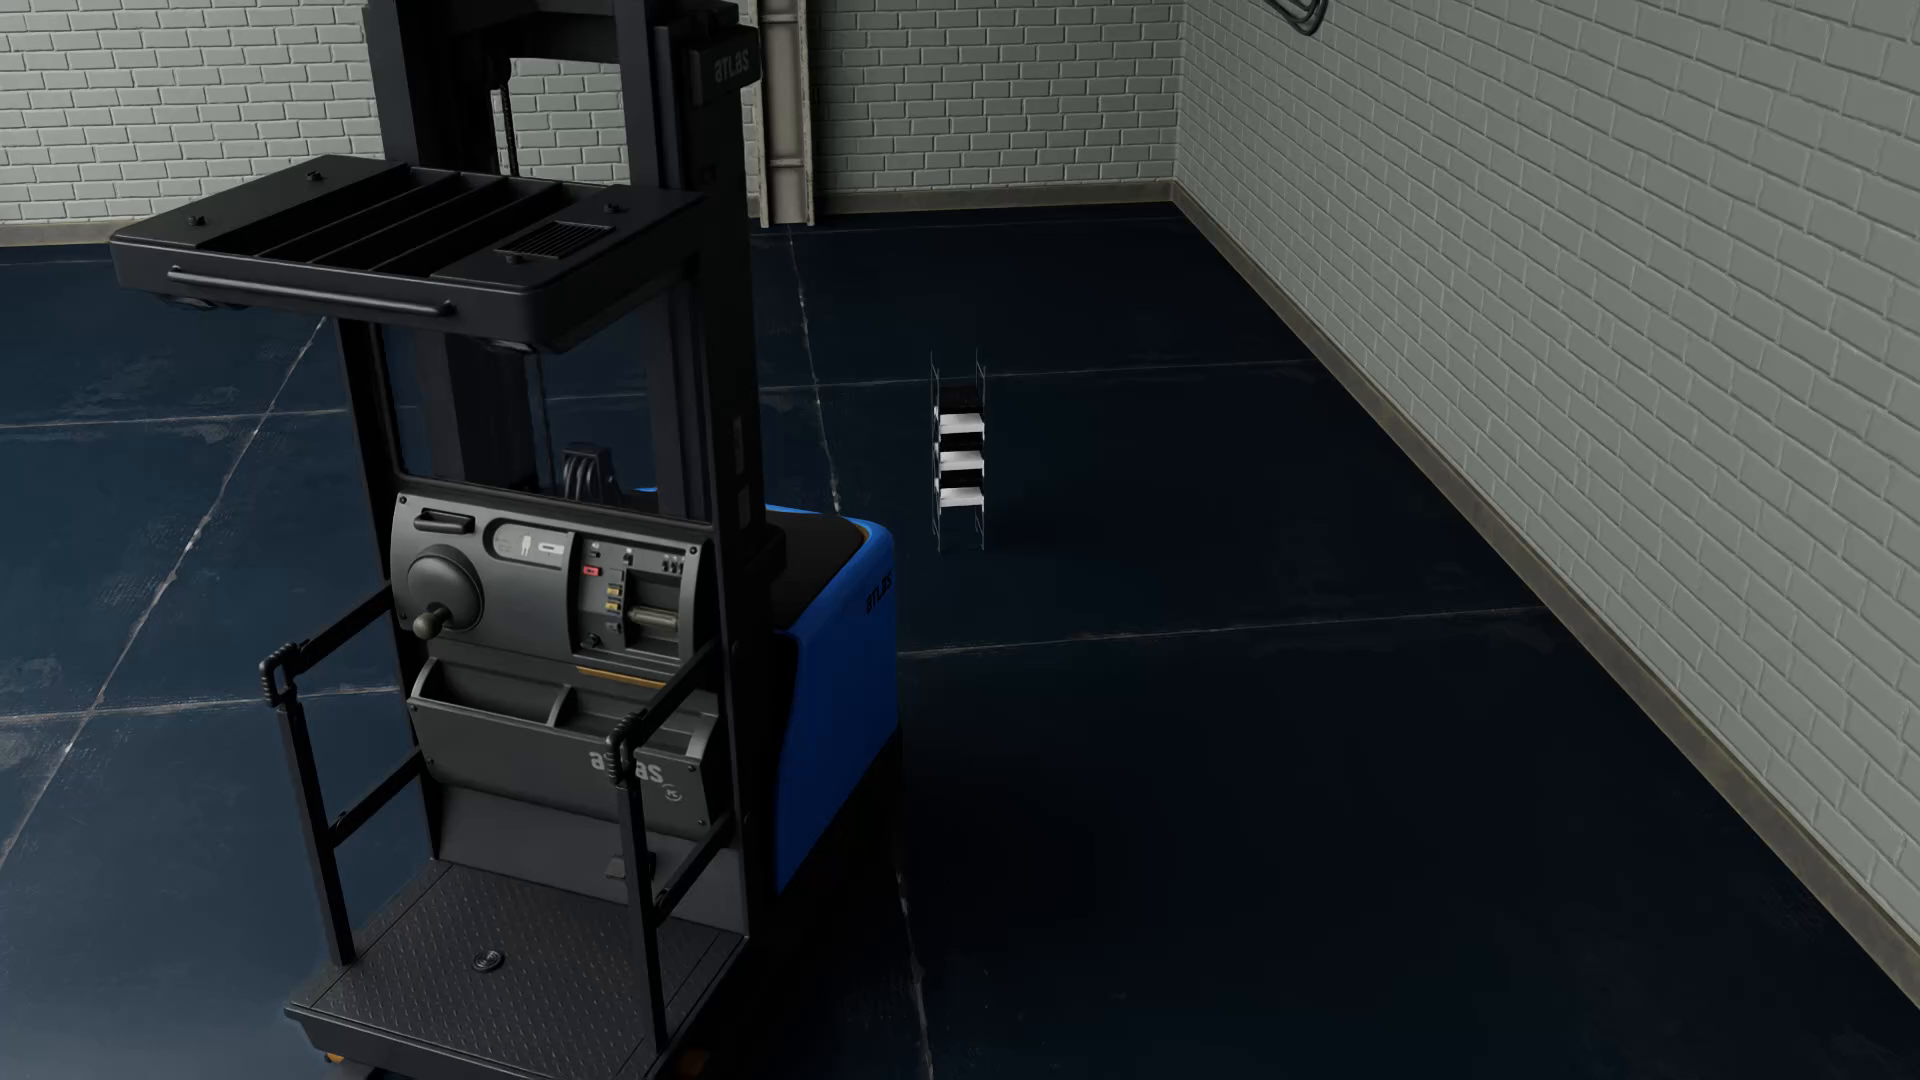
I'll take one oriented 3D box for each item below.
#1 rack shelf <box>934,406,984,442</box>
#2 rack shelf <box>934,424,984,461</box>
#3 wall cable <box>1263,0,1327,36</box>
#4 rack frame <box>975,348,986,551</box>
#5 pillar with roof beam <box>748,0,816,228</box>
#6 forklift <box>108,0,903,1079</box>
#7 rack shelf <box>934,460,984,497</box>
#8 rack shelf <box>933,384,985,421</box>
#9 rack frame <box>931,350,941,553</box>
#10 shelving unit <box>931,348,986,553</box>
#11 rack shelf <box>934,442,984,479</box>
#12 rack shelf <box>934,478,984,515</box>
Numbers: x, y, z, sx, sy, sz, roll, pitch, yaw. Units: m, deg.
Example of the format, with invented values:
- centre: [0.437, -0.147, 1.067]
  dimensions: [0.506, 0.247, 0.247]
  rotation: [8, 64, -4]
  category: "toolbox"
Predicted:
- centre: [-0.008, -0.530, 7.477]
  dimensions: [0.200, 0.077, 0.258]
  rotation: [-4, 27, -7]
  category: "rack shelf"
- centre: [-0.008, -0.450, 7.518]
  dimensions: [0.200, 0.077, 0.258]
  rotation: [-4, 27, -7]
  category: "rack shelf"
- centre: [1.816, -4.591, 10.242]
  dimensions: [0.112, 2.526, 3.097]
  rotation: [-4, 27, -7]
  category: "wall cable"
- centre: [0.093, -0.406, 7.556]
  dimensions: [0.006, 0.900, 0.240]
  rotation: [-4, 27, -7]
  category: "rack frame"
- centre: [-0.685, -4.437, 6.540]
  dimensions: [0.400, 9.000, 9.100]
  rotation: [-4, 27, -7]
  category: "pillar with roof beam"
- centre: [-1.175, 0.155, 4.237]
  dimensions: [1.130, 2.935, 3.031]
  rotation: [9, 29, 17]
  category: "forklift"
- centre: [-0.008, -0.290, 7.600]
  dimensions: [0.200, 0.077, 0.258]
  rotation: [-4, 27, -7]
  category: "rack shelf"
- centre: [-0.008, -0.610, 7.436]
  dimensions: [0.200, 0.077, 0.258]
  rotation: [-4, 27, -7]
  category: "rack shelf"
- centre: [-0.109, -0.393, 7.531]
  dimensions: [0.006, 0.900, 0.240]
  rotation: [-4, 27, -7]
  category: "rack frame"
- centre: [-0.008, -0.400, 7.544]
  dimensions: [0.210, 0.900, 0.258]
  rotation: [-4, 27, -7]
  category: "shelving unit"
- centre: [-0.008, -0.370, 7.559]
  dimensions: [0.200, 0.077, 0.258]
  rotation: [-4, 27, -7]
  category: "rack shelf"
- centre: [-0.008, -0.210, 7.641]
  dimensions: [0.200, 0.077, 0.258]
  rotation: [-4, 27, -7]
  category: "rack shelf"
